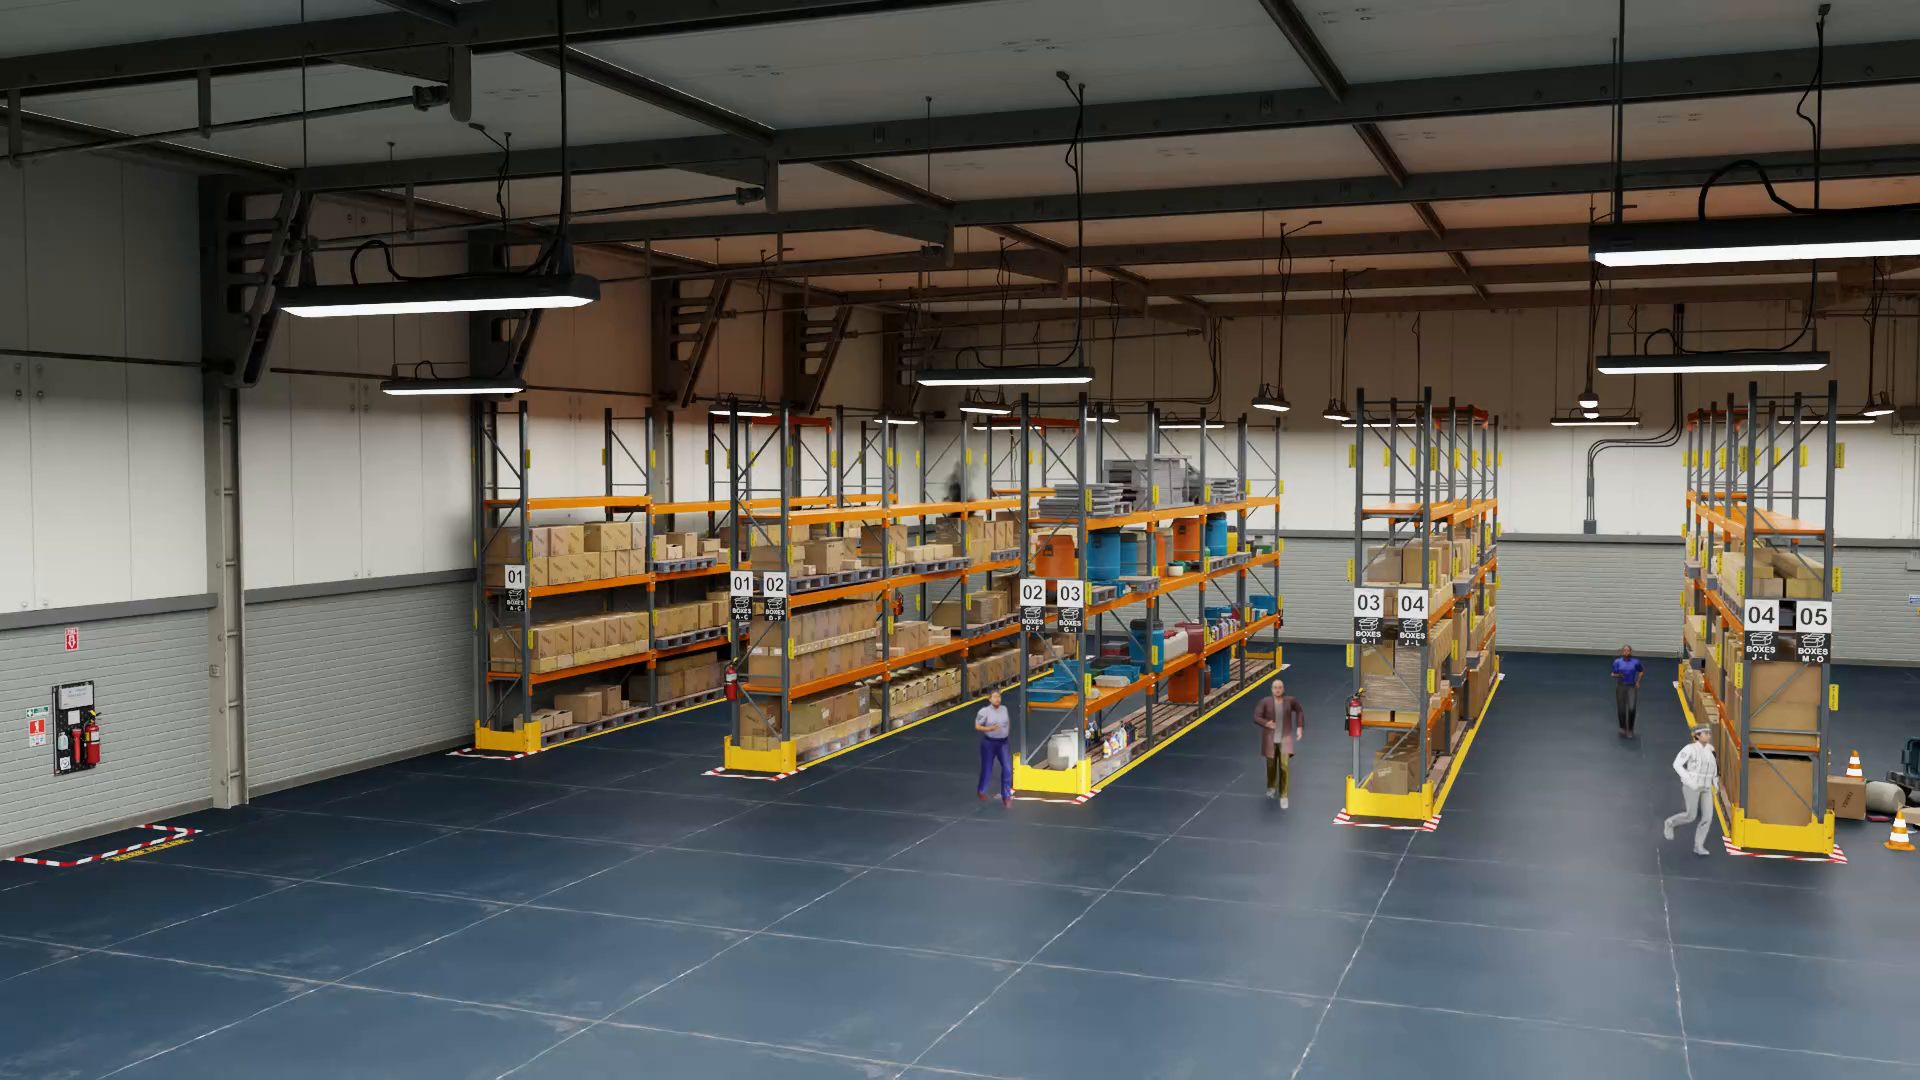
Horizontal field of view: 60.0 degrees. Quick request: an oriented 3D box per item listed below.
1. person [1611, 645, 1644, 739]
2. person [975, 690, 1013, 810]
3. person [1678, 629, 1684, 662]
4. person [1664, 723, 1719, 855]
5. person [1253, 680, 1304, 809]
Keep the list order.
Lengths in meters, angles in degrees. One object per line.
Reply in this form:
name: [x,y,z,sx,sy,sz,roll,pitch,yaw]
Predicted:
person: [11.977,2.732,29.860,0.553,1.699,0.681,1,3,23]
person: [0.480,3.028,24.002,0.584,1.699,0.692,-1,3,-19]
person: [16.602,2.327,37.458,0.703,1.735,0.751,0,3,10]
person: [9.435,3.144,21.235,0.675,1.653,0.677,-1,3,-16]
person: [4.620,2.950,24.139,0.740,1.866,0.848,0,3,10]
